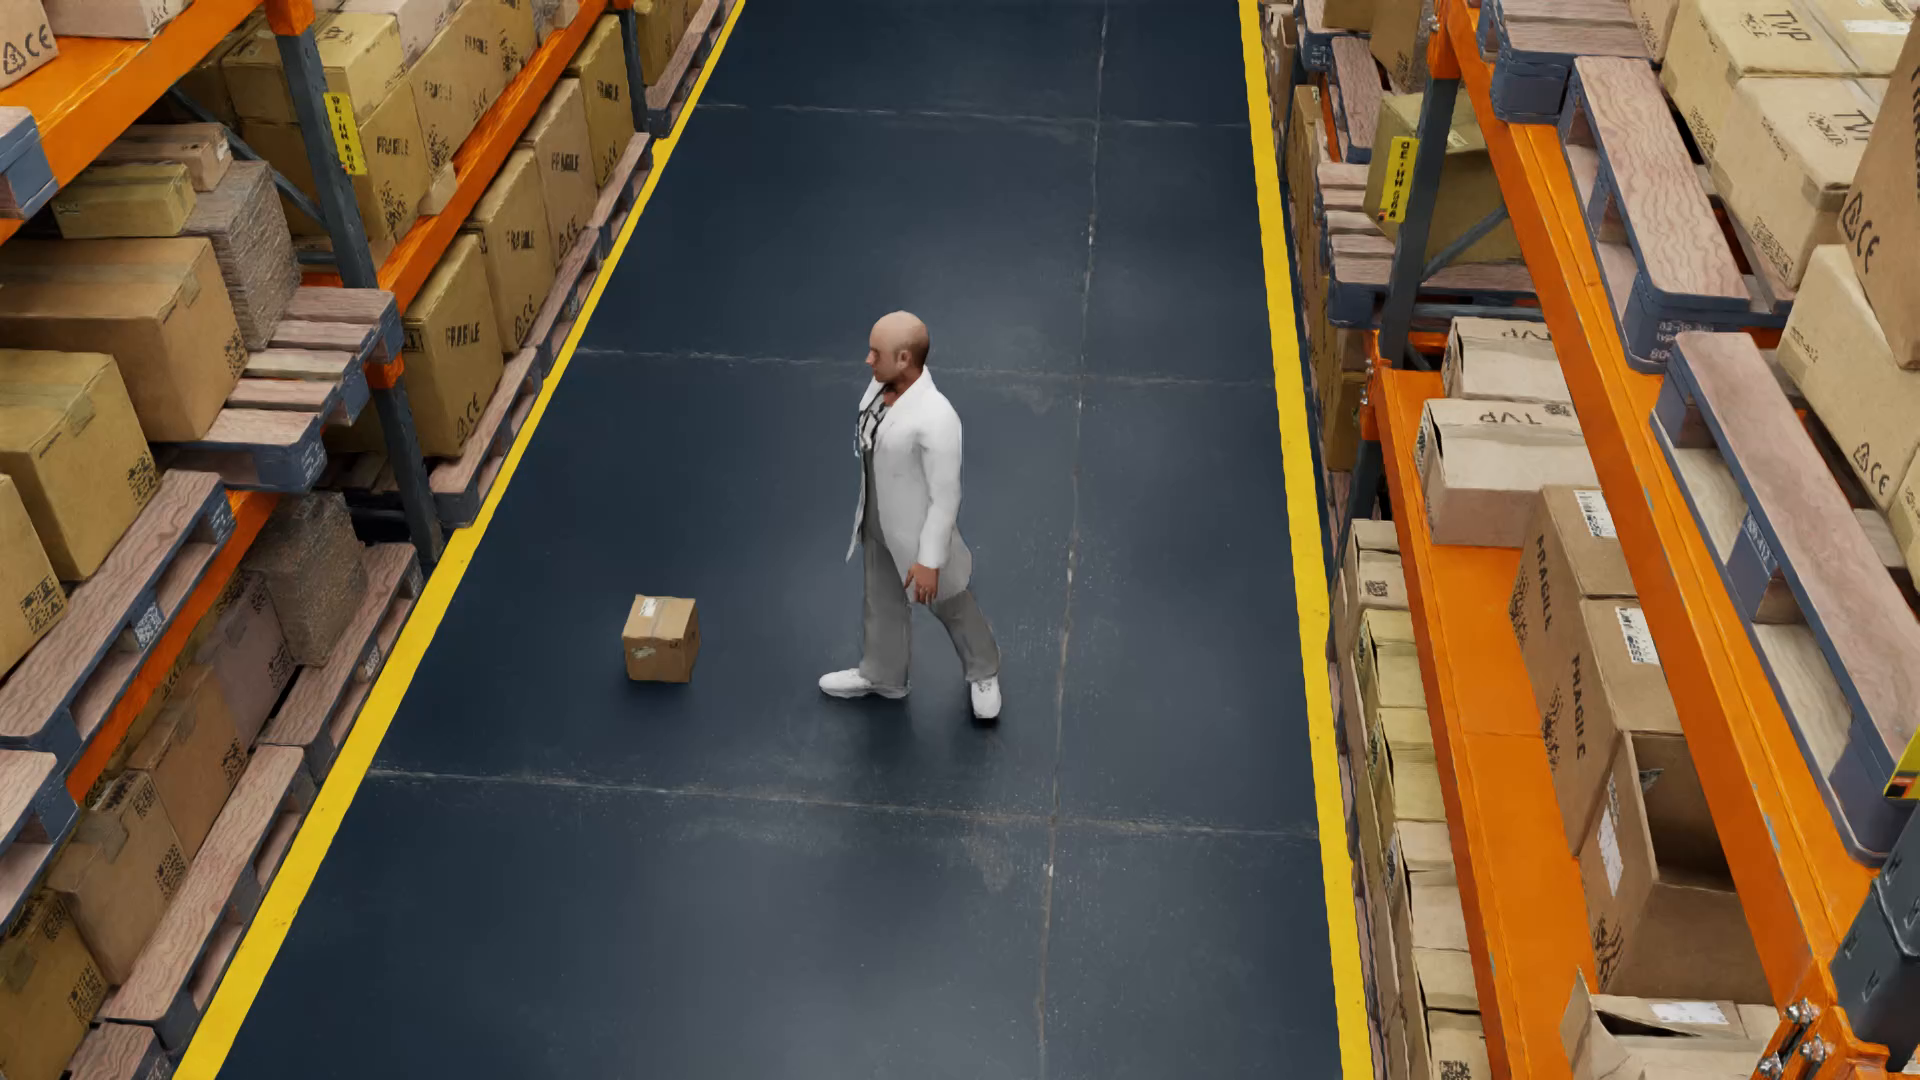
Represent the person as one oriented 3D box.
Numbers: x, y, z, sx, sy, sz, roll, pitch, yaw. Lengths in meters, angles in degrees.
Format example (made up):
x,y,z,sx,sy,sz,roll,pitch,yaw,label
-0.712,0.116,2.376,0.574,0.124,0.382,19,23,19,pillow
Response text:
x,y,z,sx,sy,sz,roll,pitch,yaw,label
-0.179,-0.074,6.254,0.685,1.776,0.701,-22,44,-24,person
